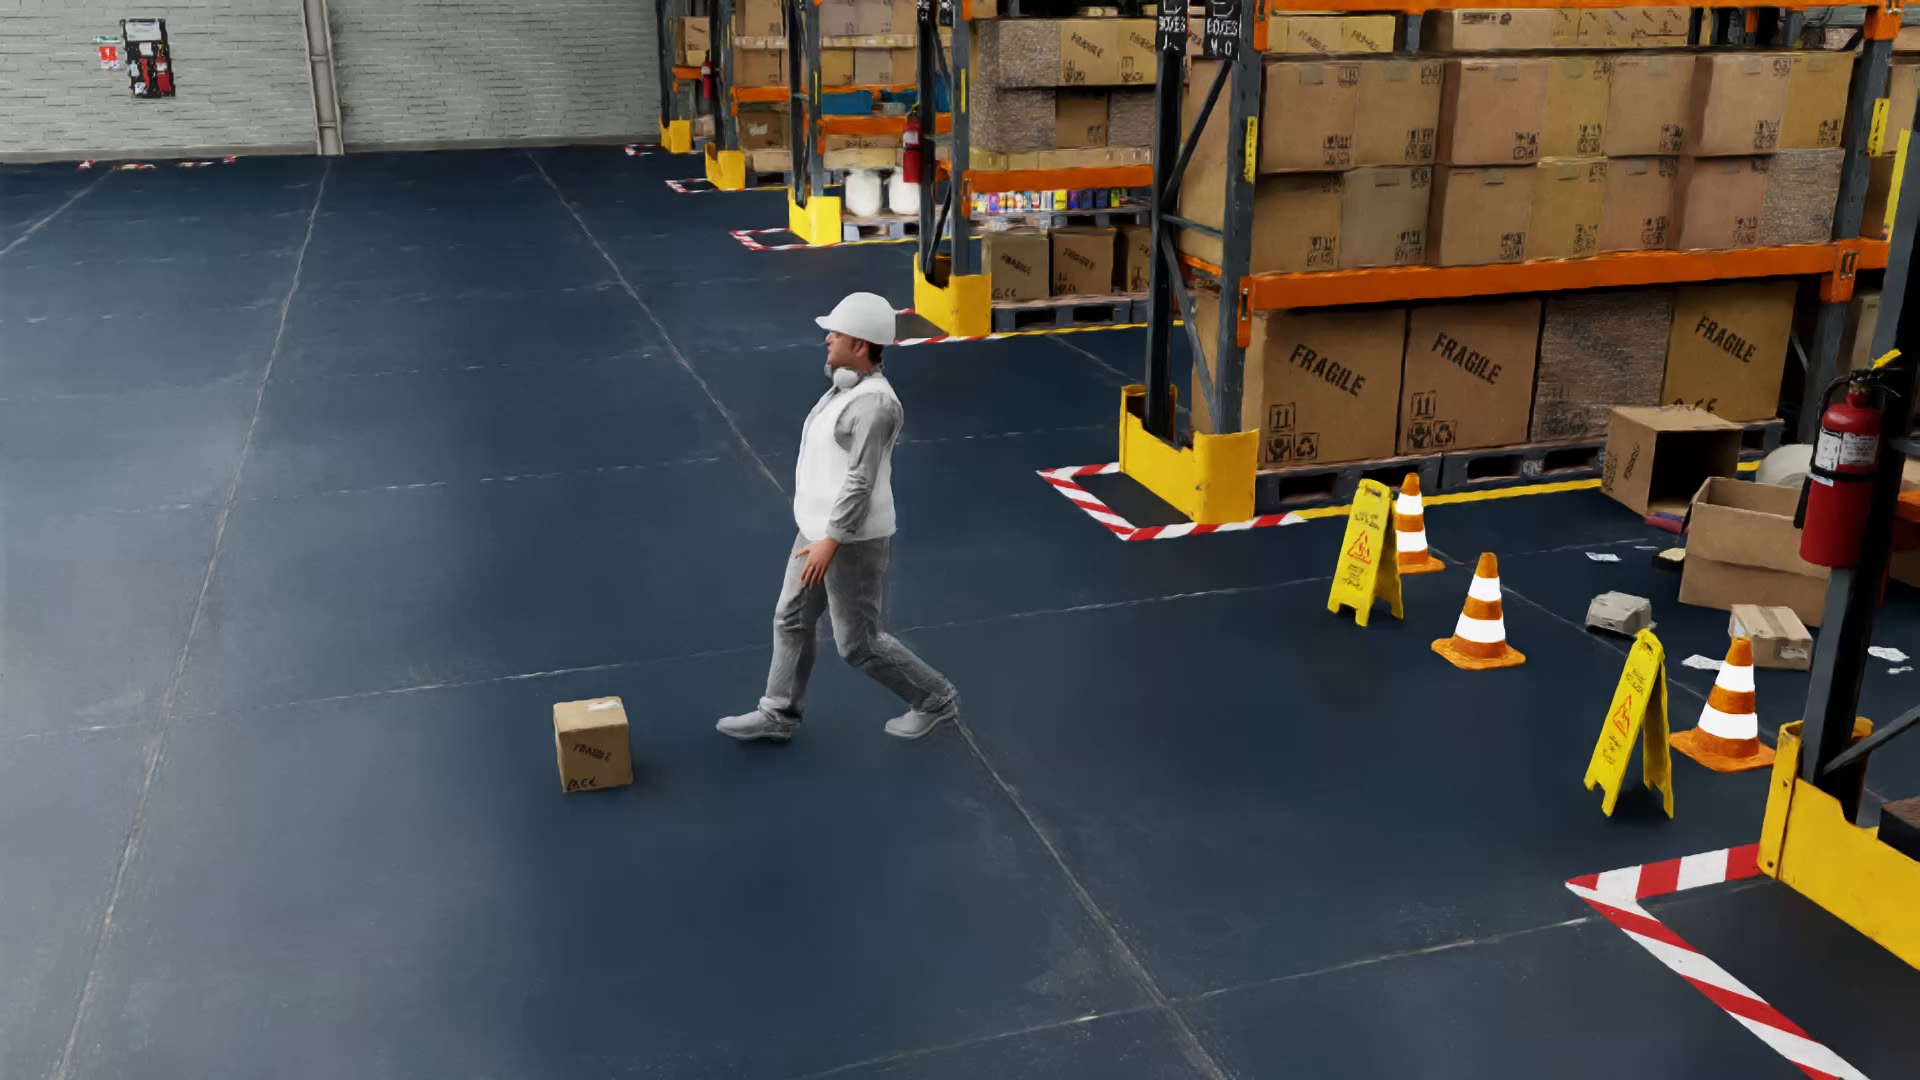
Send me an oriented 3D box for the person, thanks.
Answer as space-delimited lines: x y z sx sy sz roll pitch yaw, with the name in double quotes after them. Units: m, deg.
-0.474 -0.039 6.153 0.894 1.744 0.538 -6 20 -17 "person"
